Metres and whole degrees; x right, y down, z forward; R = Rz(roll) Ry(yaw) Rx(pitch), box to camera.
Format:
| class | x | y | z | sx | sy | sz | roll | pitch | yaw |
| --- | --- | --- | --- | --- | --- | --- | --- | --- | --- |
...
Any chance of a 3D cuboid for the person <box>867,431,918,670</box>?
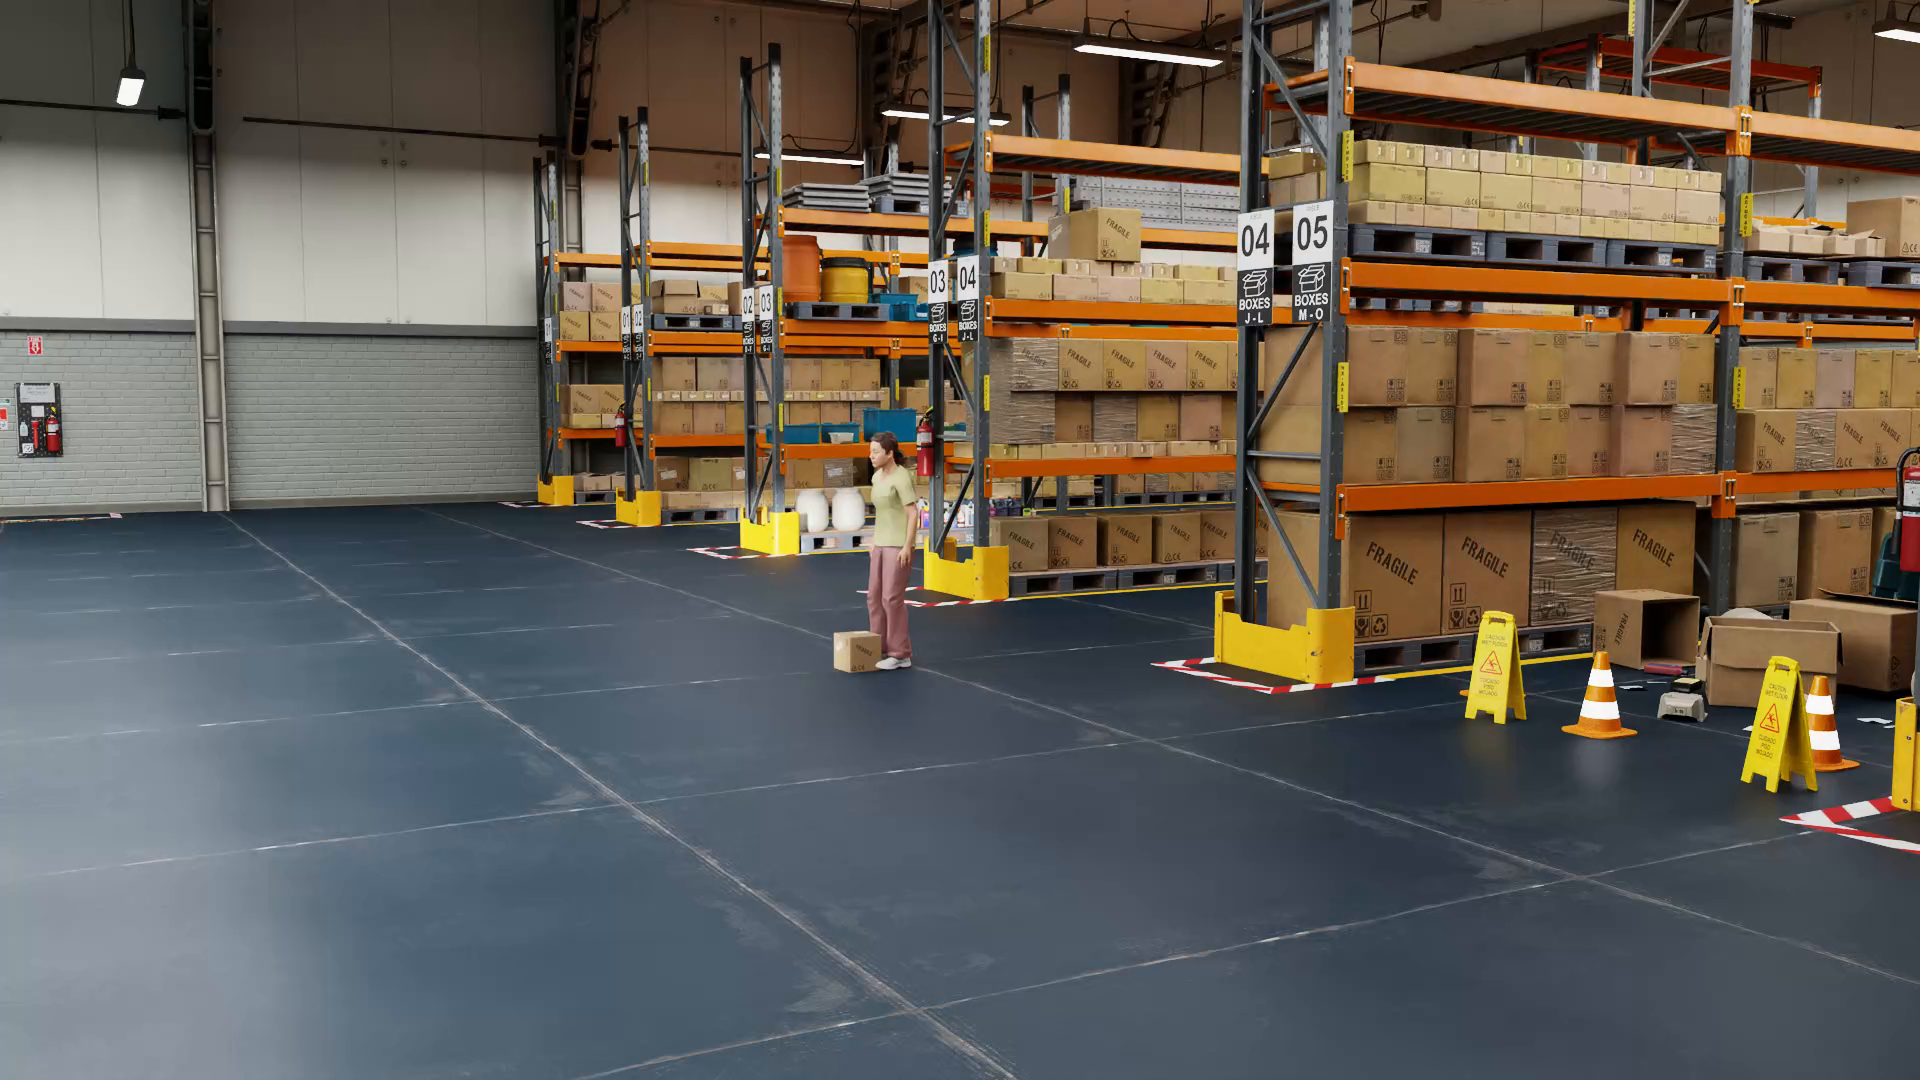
| class | x | y | z | sx | sy | sz | roll | pitch | yaw |
| --- | --- | --- | --- | --- | --- | --- | --- | --- | --- |
| person | -0.501 | 0.065 | 11.742 | 0.362 | 1.671 | 0.517 | -3 | 6 | -32 |
